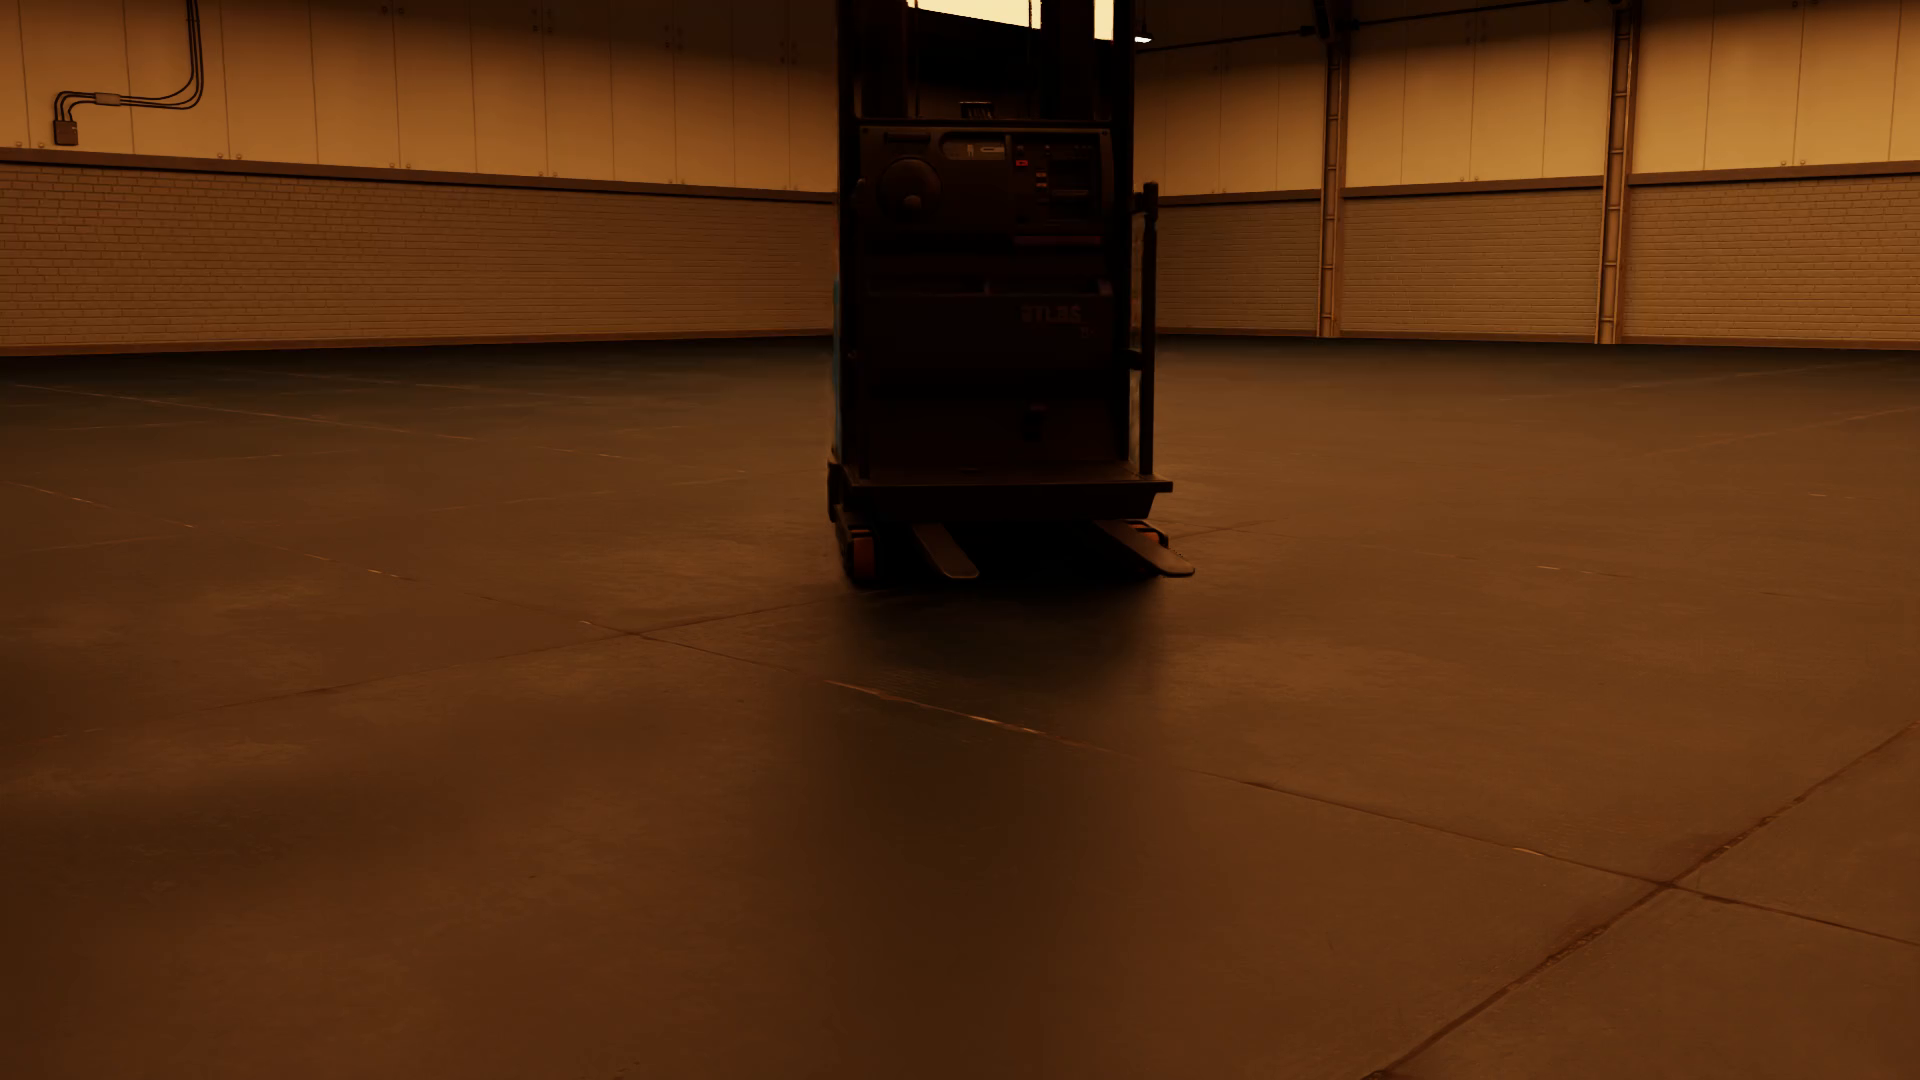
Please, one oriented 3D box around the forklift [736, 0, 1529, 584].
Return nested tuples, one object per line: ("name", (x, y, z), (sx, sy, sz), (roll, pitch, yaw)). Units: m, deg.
("forklift", (0.529, -1.385, 6.075), (3.031, 2.935, 1.130), (7, 11, 40))
